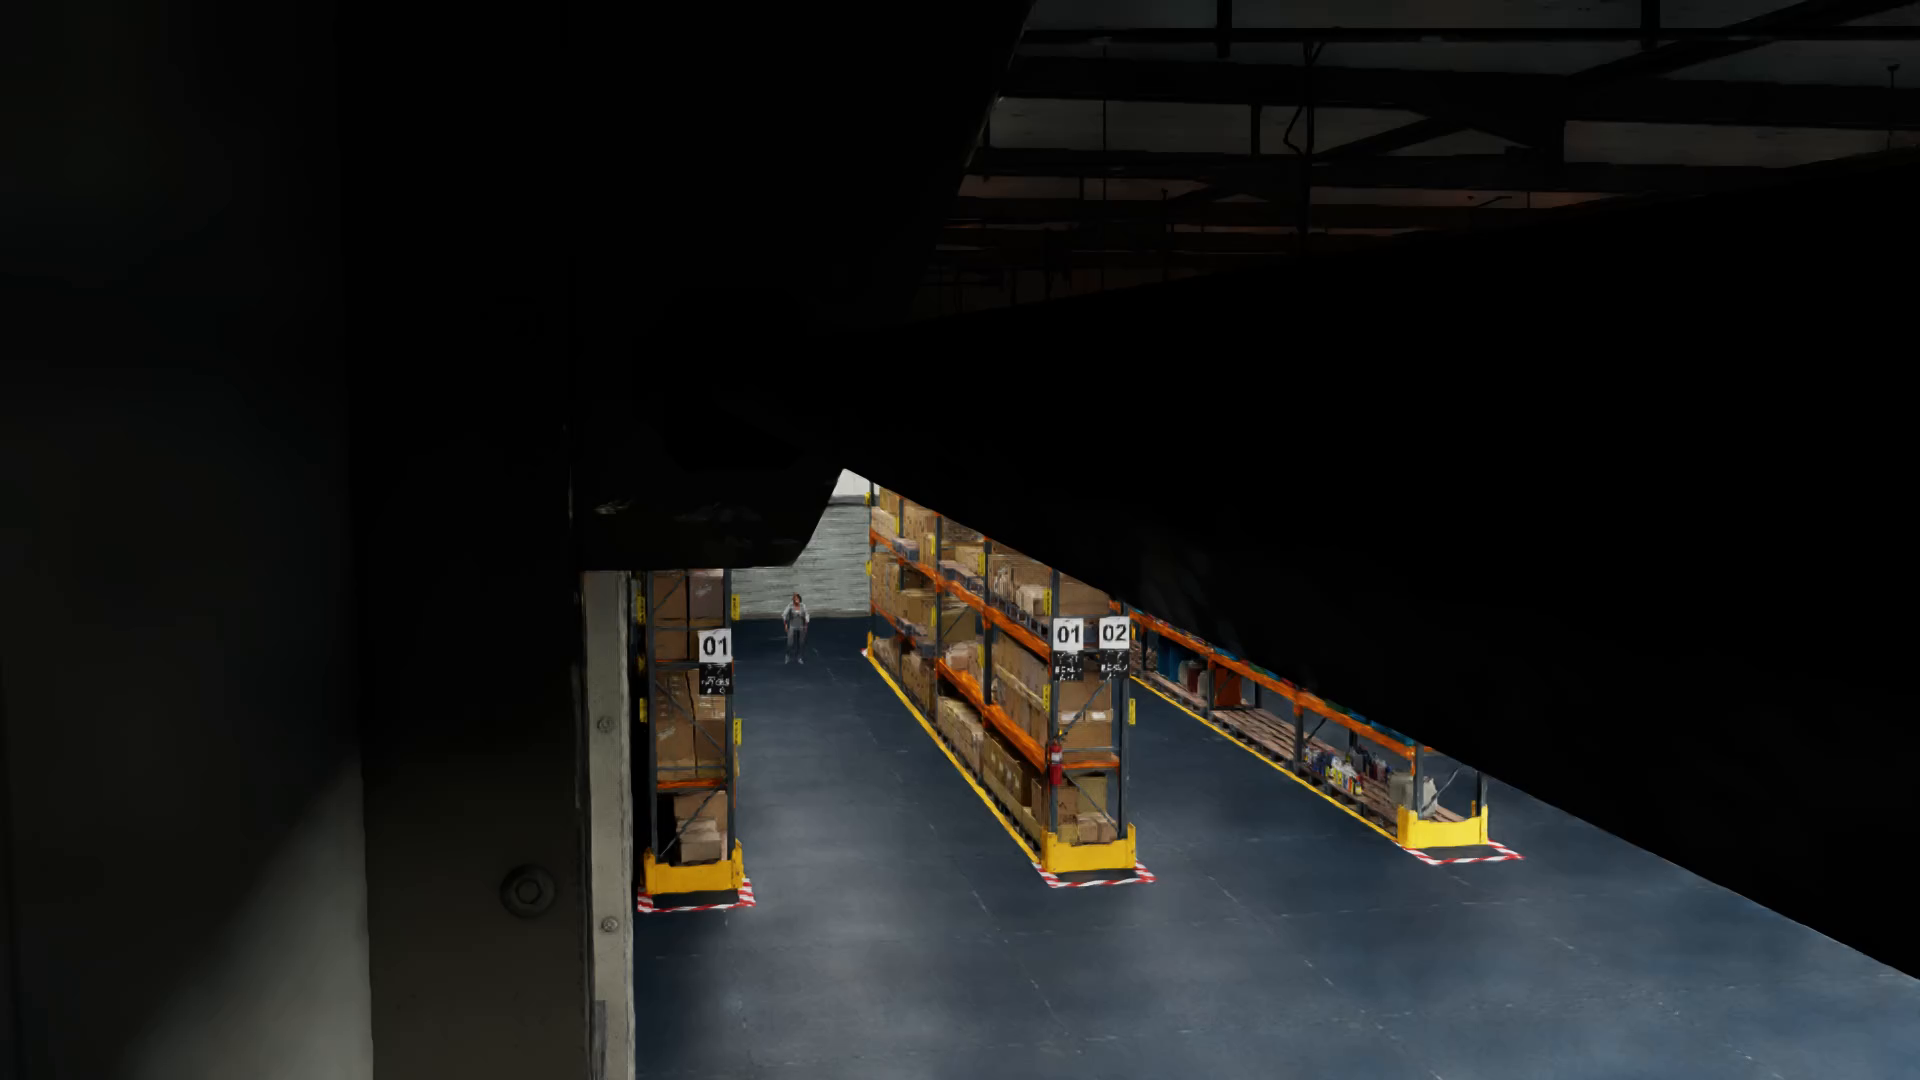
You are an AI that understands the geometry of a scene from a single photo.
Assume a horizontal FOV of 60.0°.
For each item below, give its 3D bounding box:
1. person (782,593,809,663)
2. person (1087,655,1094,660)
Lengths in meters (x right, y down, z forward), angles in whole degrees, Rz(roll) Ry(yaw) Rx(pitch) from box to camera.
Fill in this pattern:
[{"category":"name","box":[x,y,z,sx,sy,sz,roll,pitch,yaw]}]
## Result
[{"category":"person","box":[-3.502,1.873,35.449,0.566,1.541,0.519,-1,6,-14]},{"category":"person","box":[2.707,1.888,34.981,0.478,1.566,0.987,0,6,-2]}]
